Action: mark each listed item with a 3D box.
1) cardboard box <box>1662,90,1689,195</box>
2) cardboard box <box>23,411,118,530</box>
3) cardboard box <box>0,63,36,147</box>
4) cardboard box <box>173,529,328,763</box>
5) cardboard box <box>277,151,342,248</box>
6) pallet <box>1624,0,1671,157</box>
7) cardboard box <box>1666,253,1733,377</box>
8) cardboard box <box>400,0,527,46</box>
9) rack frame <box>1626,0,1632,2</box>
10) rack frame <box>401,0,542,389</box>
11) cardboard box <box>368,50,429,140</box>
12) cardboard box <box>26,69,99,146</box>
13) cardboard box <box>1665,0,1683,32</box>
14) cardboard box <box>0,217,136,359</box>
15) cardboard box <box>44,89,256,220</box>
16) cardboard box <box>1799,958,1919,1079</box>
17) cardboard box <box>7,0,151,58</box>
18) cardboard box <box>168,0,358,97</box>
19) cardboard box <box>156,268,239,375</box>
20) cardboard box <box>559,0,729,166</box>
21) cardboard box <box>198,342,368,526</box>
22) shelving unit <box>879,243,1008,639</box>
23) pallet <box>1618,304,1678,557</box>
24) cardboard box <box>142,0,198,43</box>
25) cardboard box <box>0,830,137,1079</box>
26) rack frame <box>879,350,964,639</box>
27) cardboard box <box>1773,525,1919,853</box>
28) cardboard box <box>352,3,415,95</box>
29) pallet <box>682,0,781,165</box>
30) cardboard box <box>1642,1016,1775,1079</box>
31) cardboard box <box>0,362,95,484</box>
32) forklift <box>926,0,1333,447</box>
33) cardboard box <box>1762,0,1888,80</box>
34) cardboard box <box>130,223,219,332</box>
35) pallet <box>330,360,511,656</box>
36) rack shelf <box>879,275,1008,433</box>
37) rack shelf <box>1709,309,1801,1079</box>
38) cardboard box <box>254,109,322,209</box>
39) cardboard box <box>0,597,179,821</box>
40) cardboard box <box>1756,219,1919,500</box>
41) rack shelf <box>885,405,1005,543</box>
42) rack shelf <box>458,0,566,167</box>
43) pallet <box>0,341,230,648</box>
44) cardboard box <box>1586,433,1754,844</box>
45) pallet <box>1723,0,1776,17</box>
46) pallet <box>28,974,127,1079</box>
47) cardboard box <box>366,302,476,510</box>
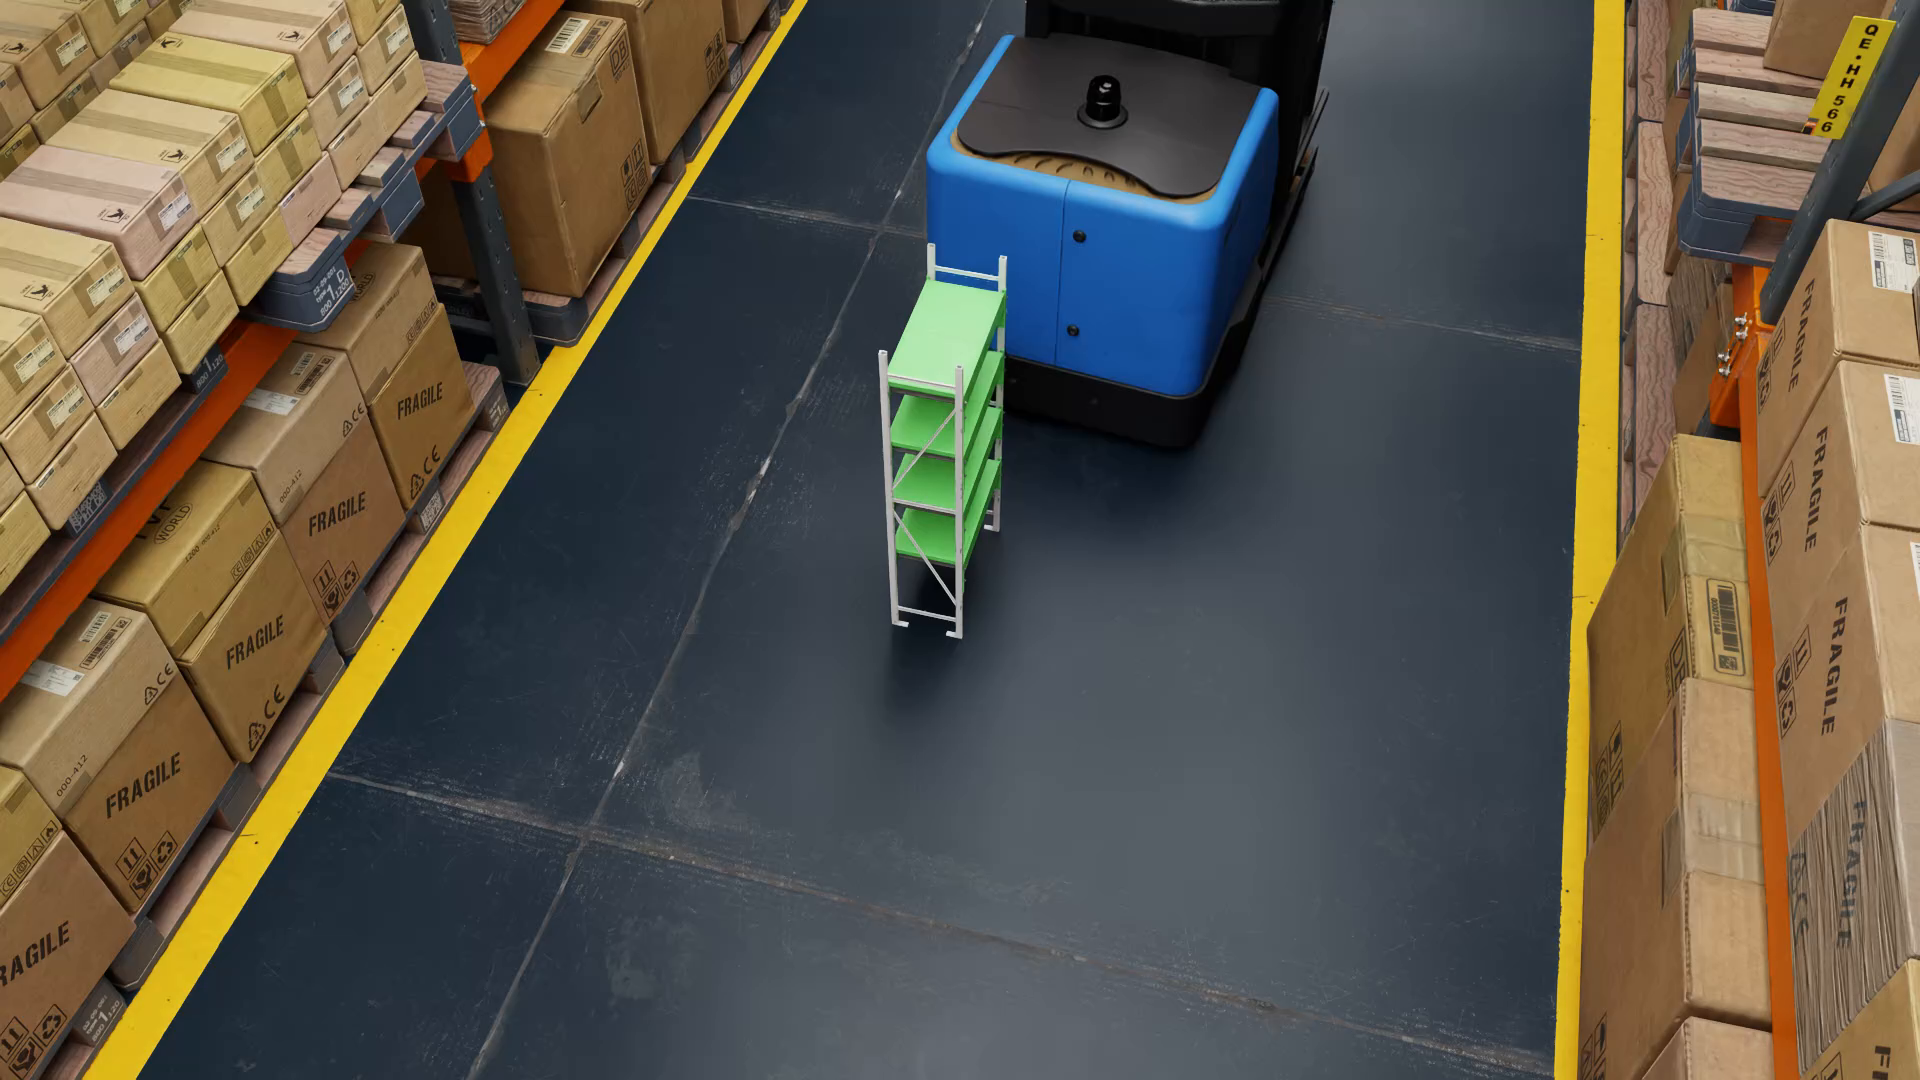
[{"bbox_3d":[3.249,-1.679,6.605,0.700,0.500,0.500,8,49,7],"label":"cardboard box"},{"bbox_3d":[-2.187,-0.188,3.803,0.380,0.149,0.250,10,49,8],"label":"cardboard box"},{"bbox_3d":[-2.605,-1.098,4.209,0.380,0.149,0.250,10,49,8],"label":"cardboard box"},{"bbox_3d":[-2.274,0.272,4.897,0.500,0.500,0.500,10,49,8],"label":"cardboard box"},{"bbox_3d":[-1.910,-0.948,4.473,0.380,0.149,0.250,12,50,11],"label":"cardboard box"},{"bbox_3d":[3.518,-2.060,7.427,1.003,0.211,1.213,12,50,10],"label":"pallet"},{"bbox_3d":[2.960,-0.863,5.885,0.700,0.500,0.500,8,49,7],"label":"cardboard box"},{"bbox_3d":[-1.711,-2.009,5.456,0.500,0.500,0.500,12,50,10],"label":"cardboard box"},{"bbox_3d":[3.722,-3.546,6.879,1.000,3.000,0.127,12,50,10],"label":"rack frame"},{"bbox_3d":[-2.090,-1.705,5.254,1.000,3.000,0.127,12,50,10],"label":"rack frame"},{"bbox_3d":[-1.776,-1.313,4.796,0.380,0.149,0.250,12,50,11],"label":"cardboard box"},{"bbox_3d":[-2.547,-1.159,4.461,0.380,0.149,0.250,10,49,9],"label":"cardboard box"},{"bbox_3d":[3.539,-2.425,7.263,0.700,0.500,0.500,8,49,7],"label":"cardboard box"},{"bbox_3d":[-2.119,-0.577,3.750,0.380,0.149,0.250,14,50,12],"label":"cardboard box"},{"bbox_3d":[-1.980,-0.948,4.077,0.380,0.149,0.250,13,50,11],"label":"cardboard box"},{"bbox_3d":[1.743,1.079,2.730,0.500,0.500,0.500,11,49,10],"label":"cardboard box"},{"bbox_3d":[-2.466,-1.466,4.534,0.380,0.149,0.250,10,49,9],"label":"cardboard box"},{"bbox_3d":[-1.845,-1.331,4.415,0.380,0.149,0.250,11,49,10],"label":"cardboard box"},{"bbox_3d":[-2.049,-0.573,4.143,0.380,0.149,0.250,10,49,8],"label":"cardboard box"},{"bbox_3d":[-1.616,-2.155,6.872,1.050,0.750,0.750,12,50,11],"label":"cardboard box"},{"bbox_3d":[-2.139,-0.351,4.946,0.500,0.250,0.500,12,50,11],"label":"cardboard box"},{"bbox_3d":[-0.044,-0.277,5.194,0.258,1.200,0.503,12,50,10],"label":"shelving unit"},{"bbox_3d":[2.876,-0.295,5.870,1.003,0.211,1.213,12,50,10],"label":"pallet"},{"bbox_3d":[-2.411,-1.549,4.806,0.380,0.149,0.250,14,50,12],"label":"cardboard box"},{"bbox_3d":[-2.555,1.012,4.244,0.500,0.500,0.500,14,50,12],"label":"cardboard box"},{"bbox_3d":[-0.108,-0.101,5.039,0.240,1.200,0.015,12,50,10],"label":"rack frame"},{"bbox_3d":[2.013,0.357,3.368,0.500,0.500,0.500,11,49,9],"label":"cardboard box"},{"bbox_3d":[-1.780,-1.412,4.684,0.380,0.149,0.250,12,50,11],"label":"cardboard box"},{"bbox_3d":[-1.486,-2.217,7.566,1.003,0.211,1.213,12,50,10],"label":"pallet"},{"bbox_3d":[2.000,1.691,3.394,1.225,0.875,0.875,10,49,9],"label":"cardboard box"},{"bbox_3d":[-2.185,-0.291,3.696,0.380,0.149,0.250,11,49,9],"label":"cardboard box"},{"bbox_3d":[0.869,-2.431,5.941,1.130,2.935,3.031,16,50,14],"label":"forklift"},{"bbox_3d":[2.823,-1.647,4.856,0.700,0.500,0.500,18,51,16],"label":"cardboard box"},{"bbox_3d":[-2.050,-0.667,4.027,0.380,0.149,0.250,11,50,10],"label":"cardboard box"},{"bbox_3d":[-2.297,-0.217,5.801,1.003,0.211,1.213,12,50,10],"label":"pallet"},{"bbox_3d":[-0.044,-0.553,4.883,0.258,0.148,0.480,12,50,10],"label":"rack shelf"},{"bbox_3d":[2.142,1.032,3.318,1.077,0.370,4.000,12,50,10],"label":"rack shelf"},{"bbox_3d":[-1.916,-1.027,4.345,0.380,0.149,0.250,13,50,11],"label":"cardboard box"},{"bbox_3d":[-2.417,0.393,4.290,0.500,0.250,0.500,13,50,11],"label":"cardboard box"},{"bbox_3d":[2.278,-0.388,4.025,0.500,0.500,0.500,13,50,11],"label":"cardboard box"},{"bbox_3d":[-0.044,-0.235,5.242,0.258,0.148,0.480,12,50,10],"label":"rack shelf"},{"bbox_3d":[-1.563,-2.913,6.800,1.077,0.370,4.000,12,50,10],"label":"rack shelf"},{"bbox_3d":[-2.571,-0.201,4.055,1.003,0.211,1.213,12,50,10],"label":"pallet"},{"bbox_3d":[2.467,0.406,4.528,1.225,0.875,0.875,9,49,8],"label":"cardboard box"},{"bbox_3d":[3.150,-2.029,5.668,1.003,0.211,1.213,12,50,10],"label":"pallet"},{"bbox_3d":[-2.939,1.548,4.243,1.003,0.211,1.213,12,50,10],"label":"pallet"},{"bbox_3d":[-2.011,-0.489,5.568,0.500,0.500,0.500,11,50,10],"label":"cardboard box"}]
